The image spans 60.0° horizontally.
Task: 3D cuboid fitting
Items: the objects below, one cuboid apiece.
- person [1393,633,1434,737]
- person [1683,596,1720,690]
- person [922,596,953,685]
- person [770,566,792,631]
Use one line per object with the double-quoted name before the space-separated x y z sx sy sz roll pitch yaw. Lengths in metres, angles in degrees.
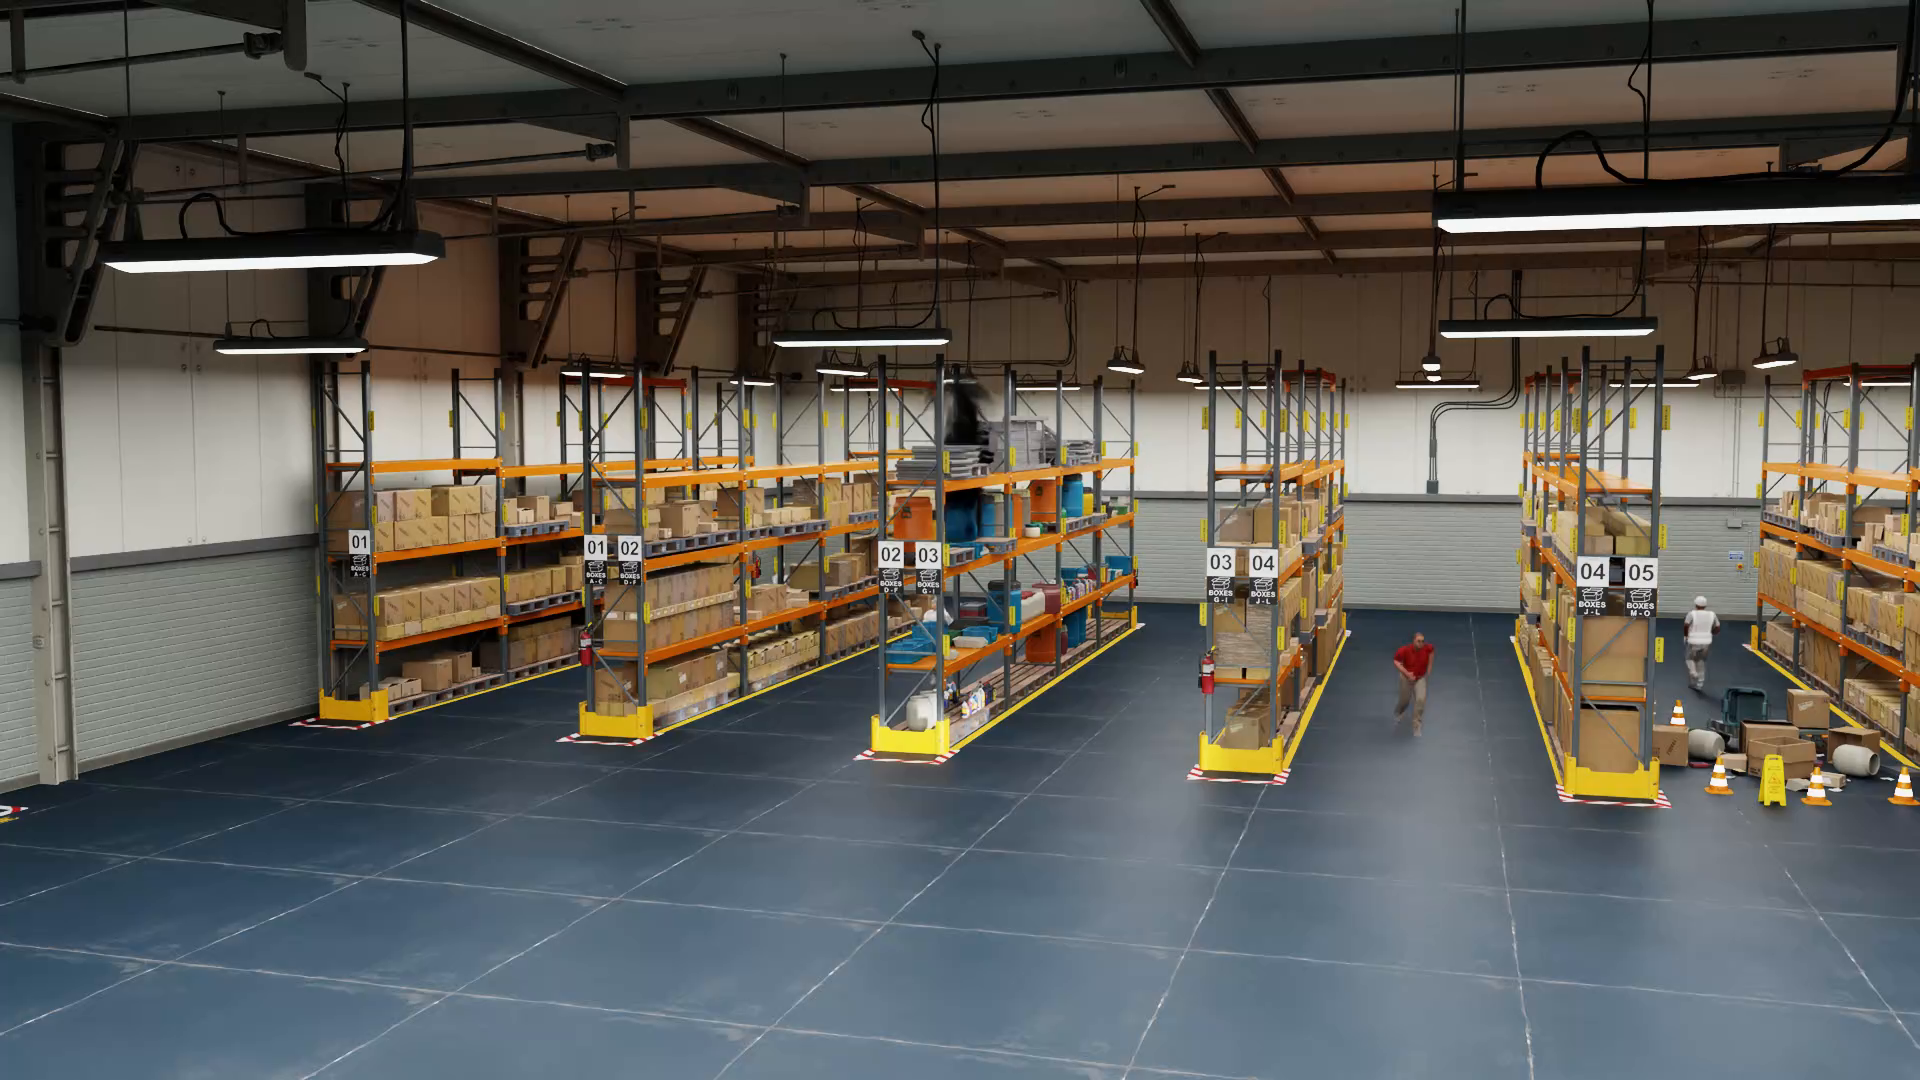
"person" 7.263 2.292 26.812 0.702 1.694 1.019 0 4 -7
"person" 13.810 1.911 31.045 0.682 1.740 0.590 1 4 7
"person" -0.441 1.910 31.959 0.627 1.698 0.761 1 4 11
"person" -4.039 1.414 37.605 0.663 1.788 0.902 1 4 14
